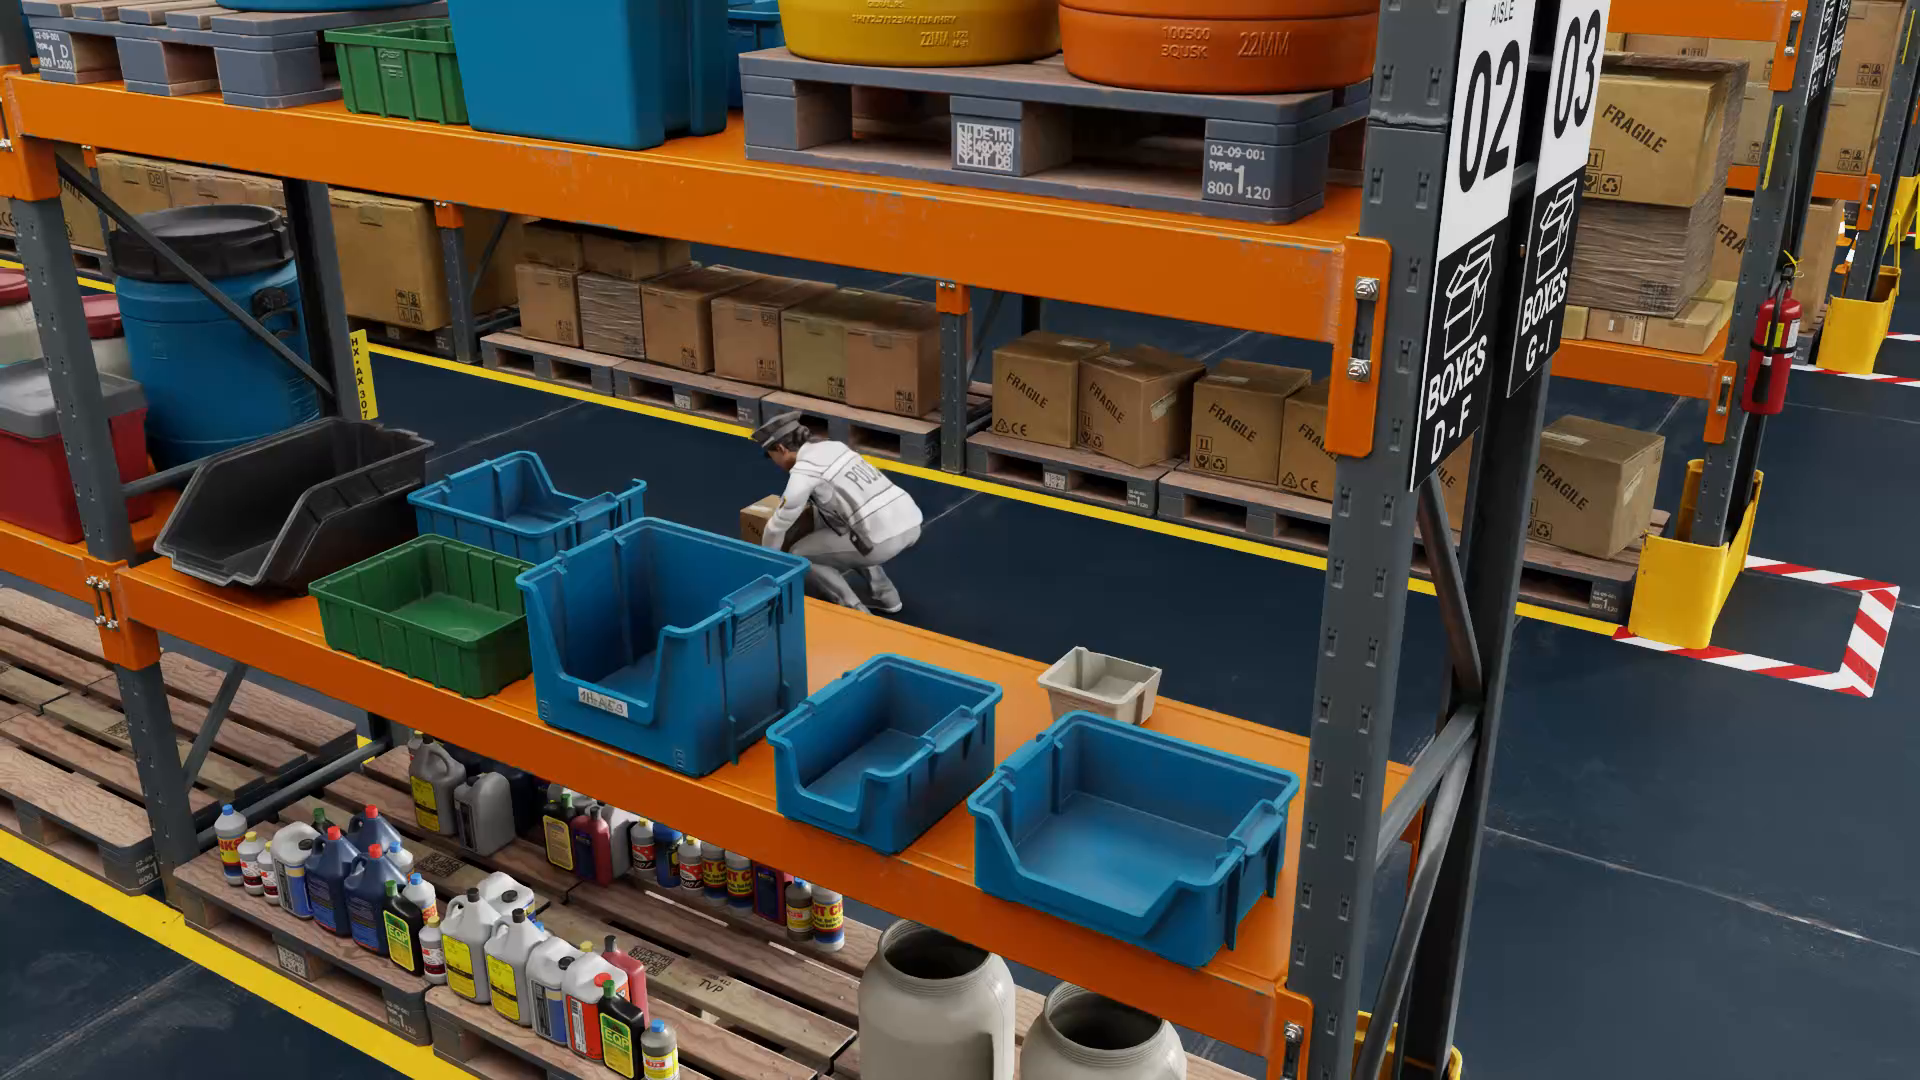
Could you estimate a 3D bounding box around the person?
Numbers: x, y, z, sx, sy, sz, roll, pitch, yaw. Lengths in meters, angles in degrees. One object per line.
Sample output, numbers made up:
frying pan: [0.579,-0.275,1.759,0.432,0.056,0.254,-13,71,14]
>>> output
person: [-0.584,-0.104,7.722,0.820,0.975,0.492,14,27,29]
